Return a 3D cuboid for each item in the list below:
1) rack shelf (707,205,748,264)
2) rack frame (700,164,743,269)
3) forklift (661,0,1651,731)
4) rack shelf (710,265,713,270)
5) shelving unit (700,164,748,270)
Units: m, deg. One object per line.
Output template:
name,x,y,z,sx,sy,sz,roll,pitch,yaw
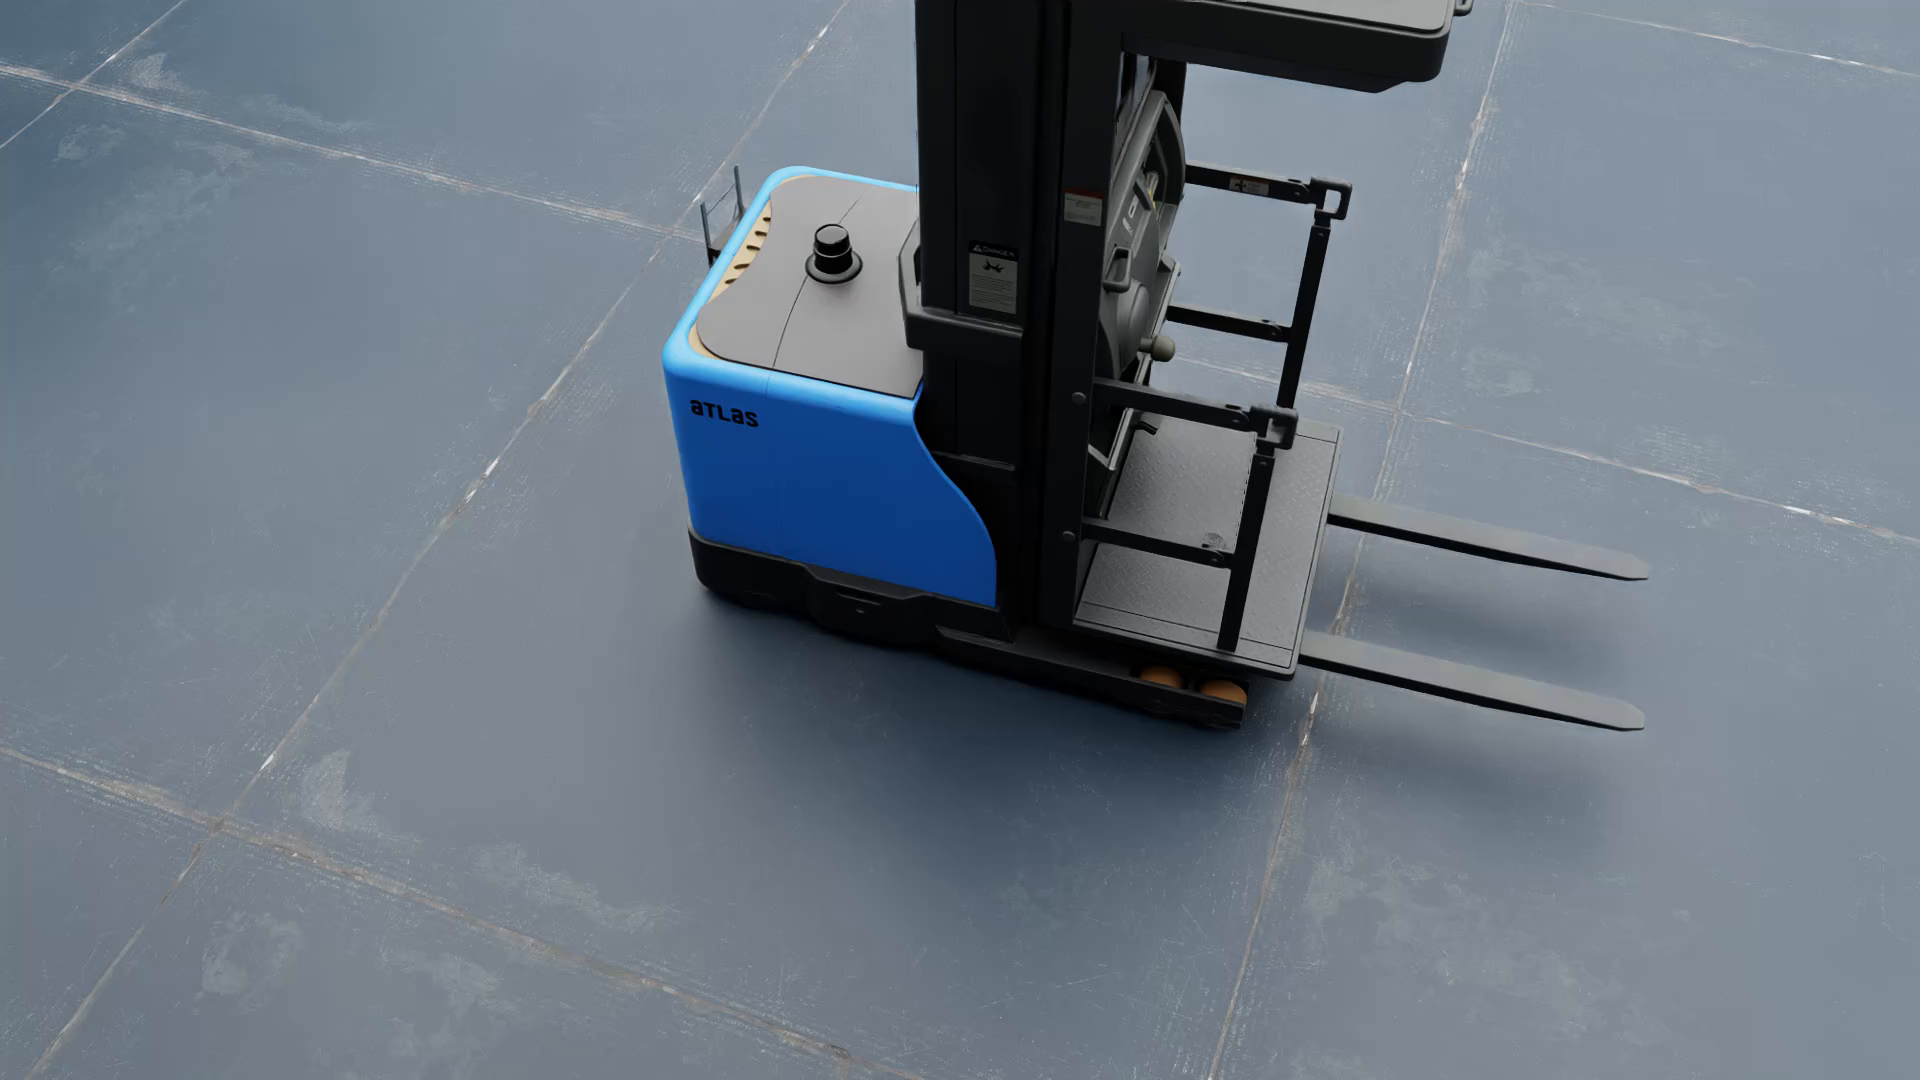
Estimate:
rack shelf,-0.718,-1.026,5.730,0.200,0.077,0.258,20,52,16
rack frame,-0.810,-0.904,5.937,0.006,0.900,0.240,20,52,16
forklift,0.689,-0.819,4.520,3.031,2.935,1.130,13,50,11
rack shelf,-0.718,-0.967,5.798,0.200,0.077,0.258,20,52,16
shelving unit,-0.718,-0.871,5.909,0.210,0.900,0.258,20,52,16
